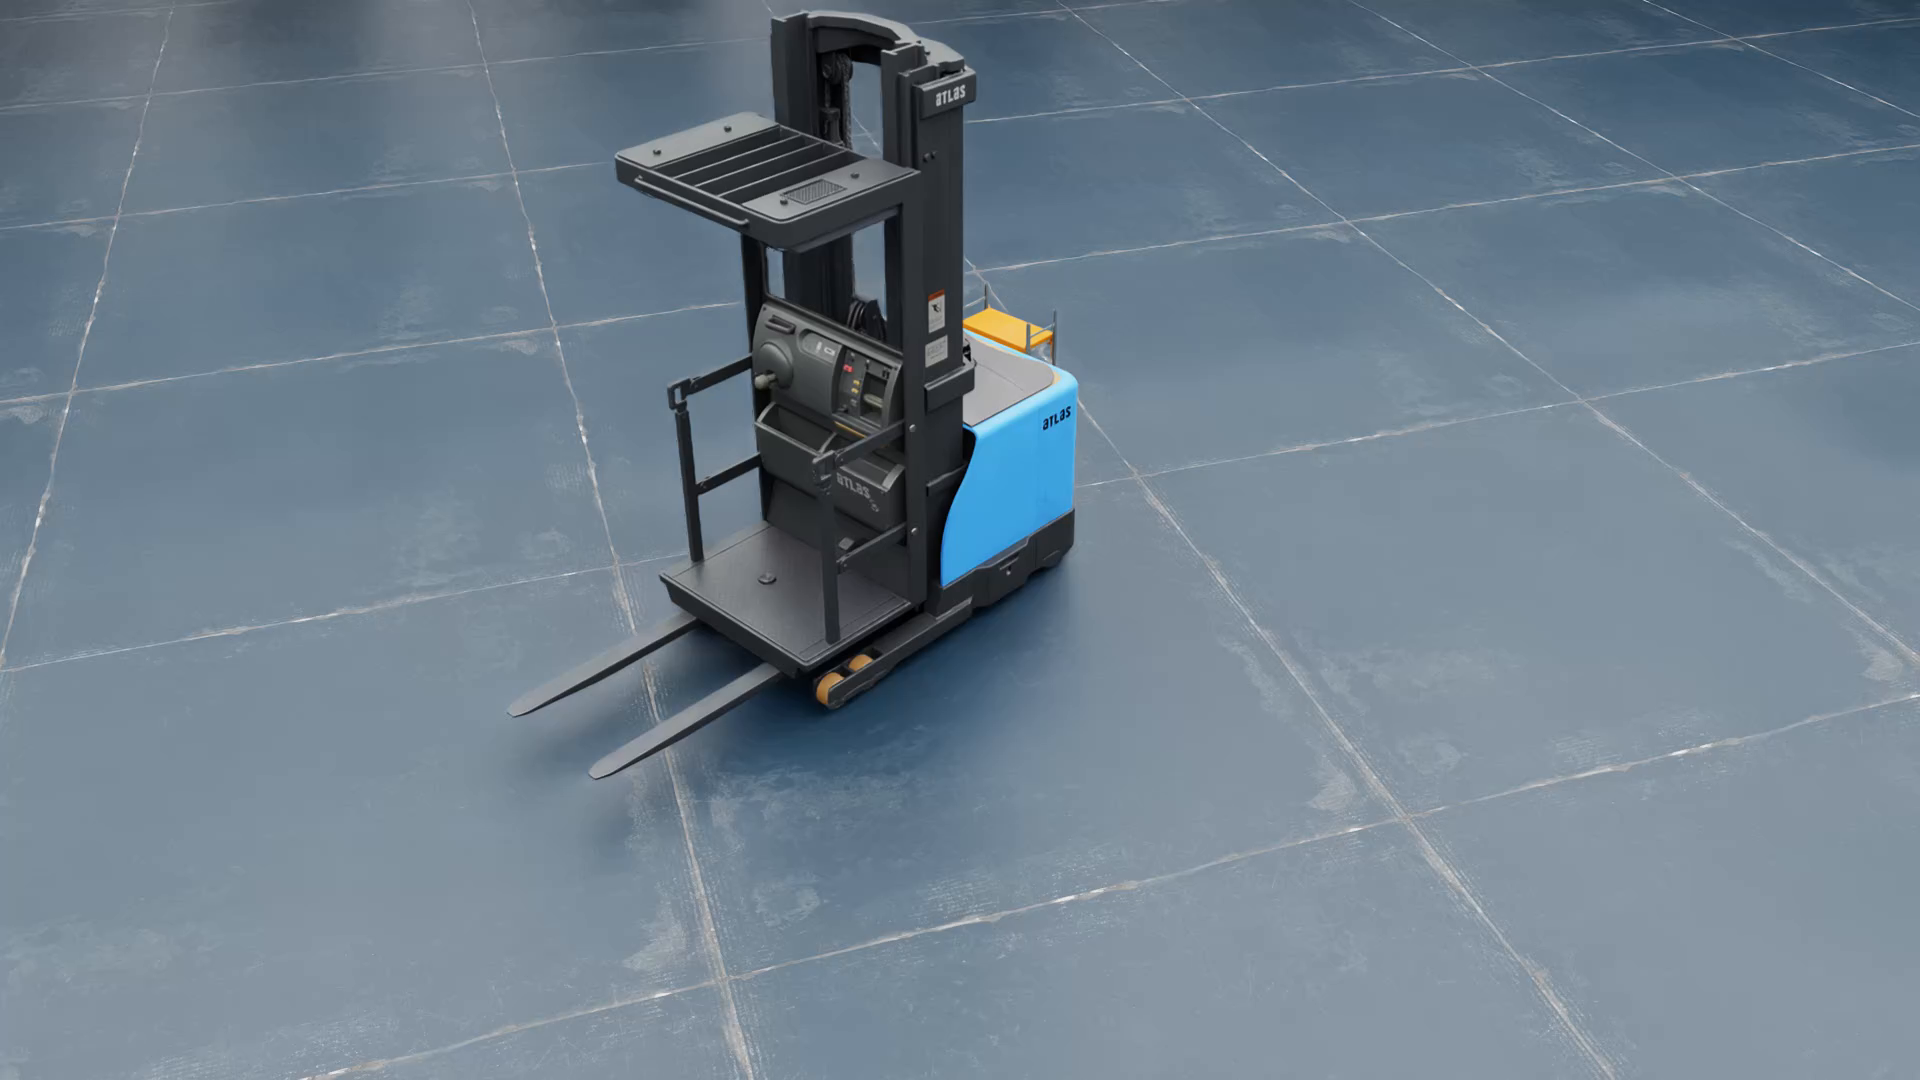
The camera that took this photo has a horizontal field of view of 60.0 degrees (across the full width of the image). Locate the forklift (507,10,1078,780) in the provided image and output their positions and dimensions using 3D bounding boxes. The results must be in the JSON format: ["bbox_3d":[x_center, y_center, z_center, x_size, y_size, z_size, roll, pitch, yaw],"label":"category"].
[{"bbox_3d":[-0.766,-0.746,7.539,1.130,2.935,3.031,27,42,35],"label":"forklift"}]

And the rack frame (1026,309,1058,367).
[{"bbox_3d":[0.428,-0.661,8.982,0.015,1.200,0.240,27,42,35],"label":"rack frame"}]

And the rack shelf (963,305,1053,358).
[{"bbox_3d":[0.249,-1.081,8.904,0.480,0.148,0.258,27,42,35],"label":"rack shelf"}]

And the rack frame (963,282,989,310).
[{"bbox_3d":[0.070,-0.844,9.258,0.015,1.200,0.240,27,42,35],"label":"rack frame"}]

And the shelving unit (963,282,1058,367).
[{"bbox_3d":[0.249,-0.753,9.120,0.503,1.200,0.258,27,42,35],"label":"shelving unit"}]
